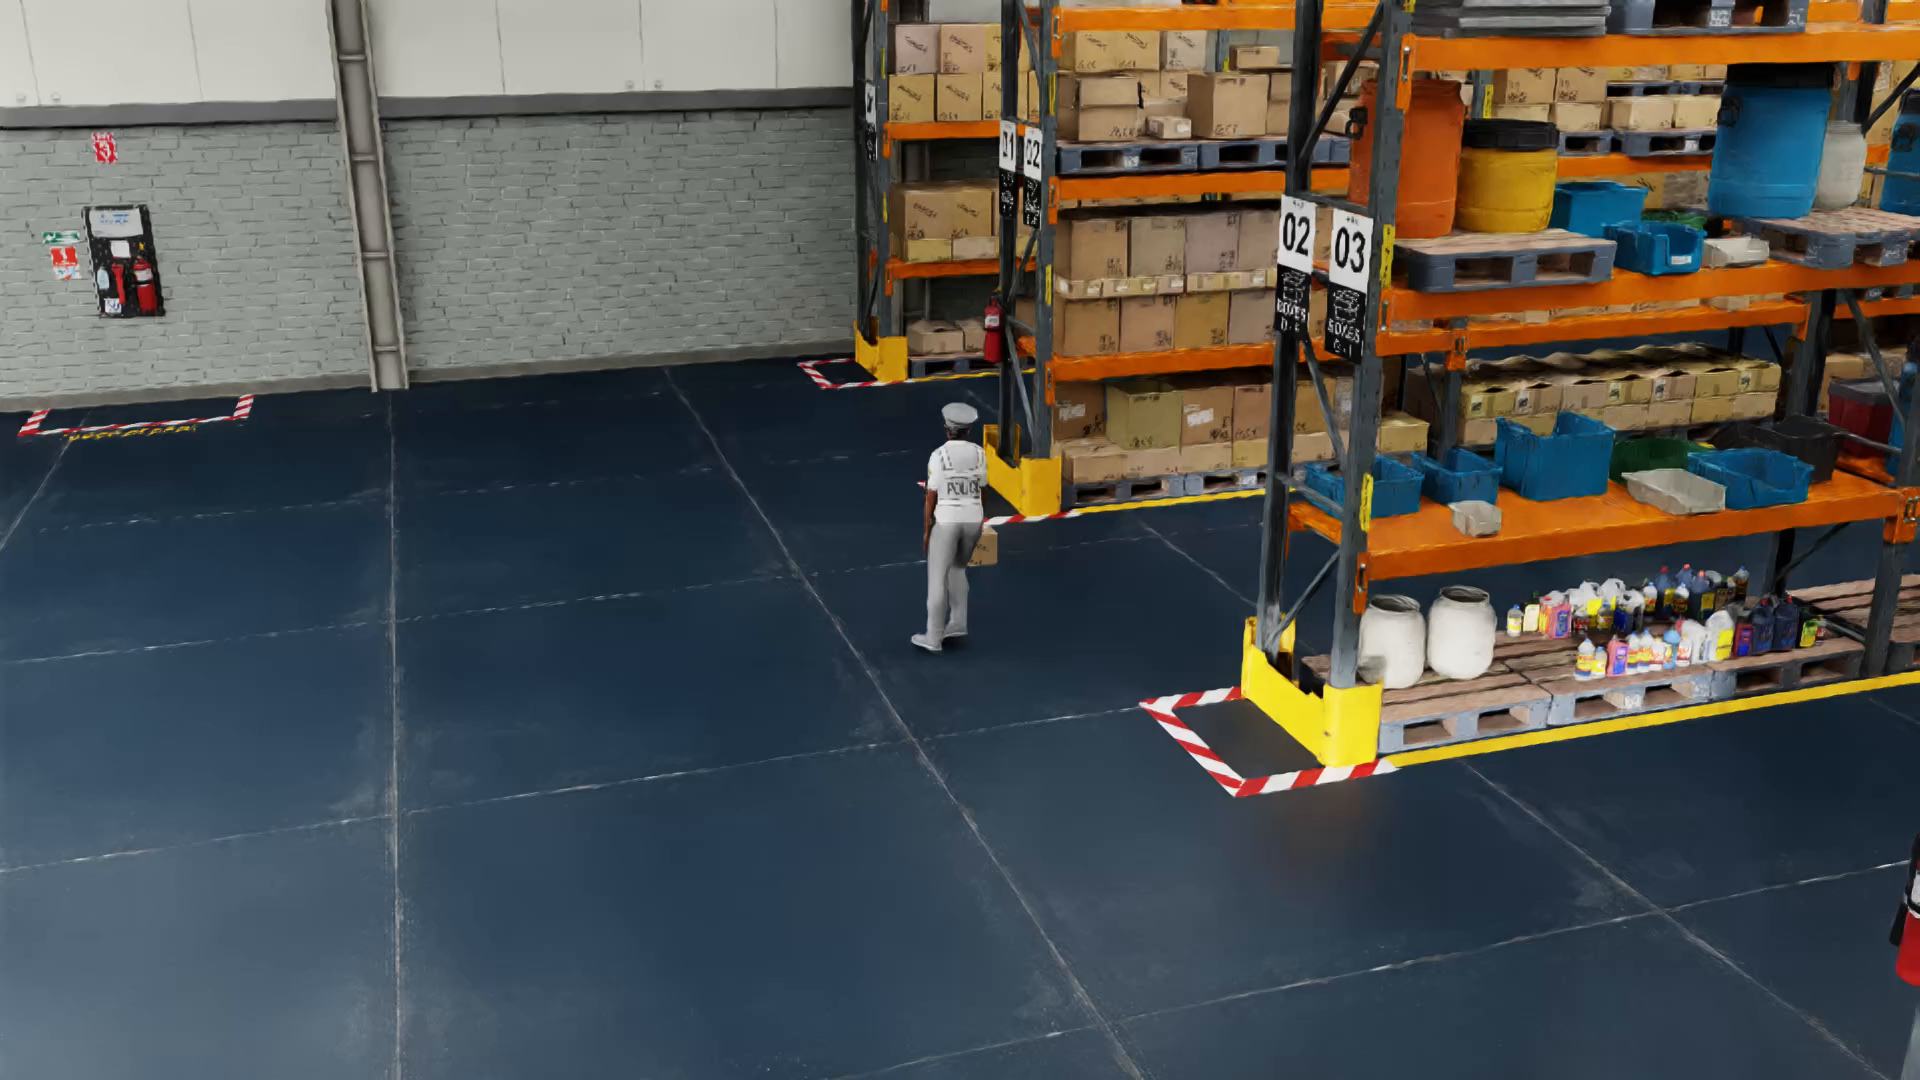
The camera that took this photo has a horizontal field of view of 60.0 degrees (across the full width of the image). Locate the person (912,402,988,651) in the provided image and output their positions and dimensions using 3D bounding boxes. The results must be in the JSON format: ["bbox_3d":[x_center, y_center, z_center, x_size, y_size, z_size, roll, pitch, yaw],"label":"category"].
[{"bbox_3d":[-0.072,-0.091,11.301,0.551,1.649,0.383,-11,22,-28],"label":"person"}]
